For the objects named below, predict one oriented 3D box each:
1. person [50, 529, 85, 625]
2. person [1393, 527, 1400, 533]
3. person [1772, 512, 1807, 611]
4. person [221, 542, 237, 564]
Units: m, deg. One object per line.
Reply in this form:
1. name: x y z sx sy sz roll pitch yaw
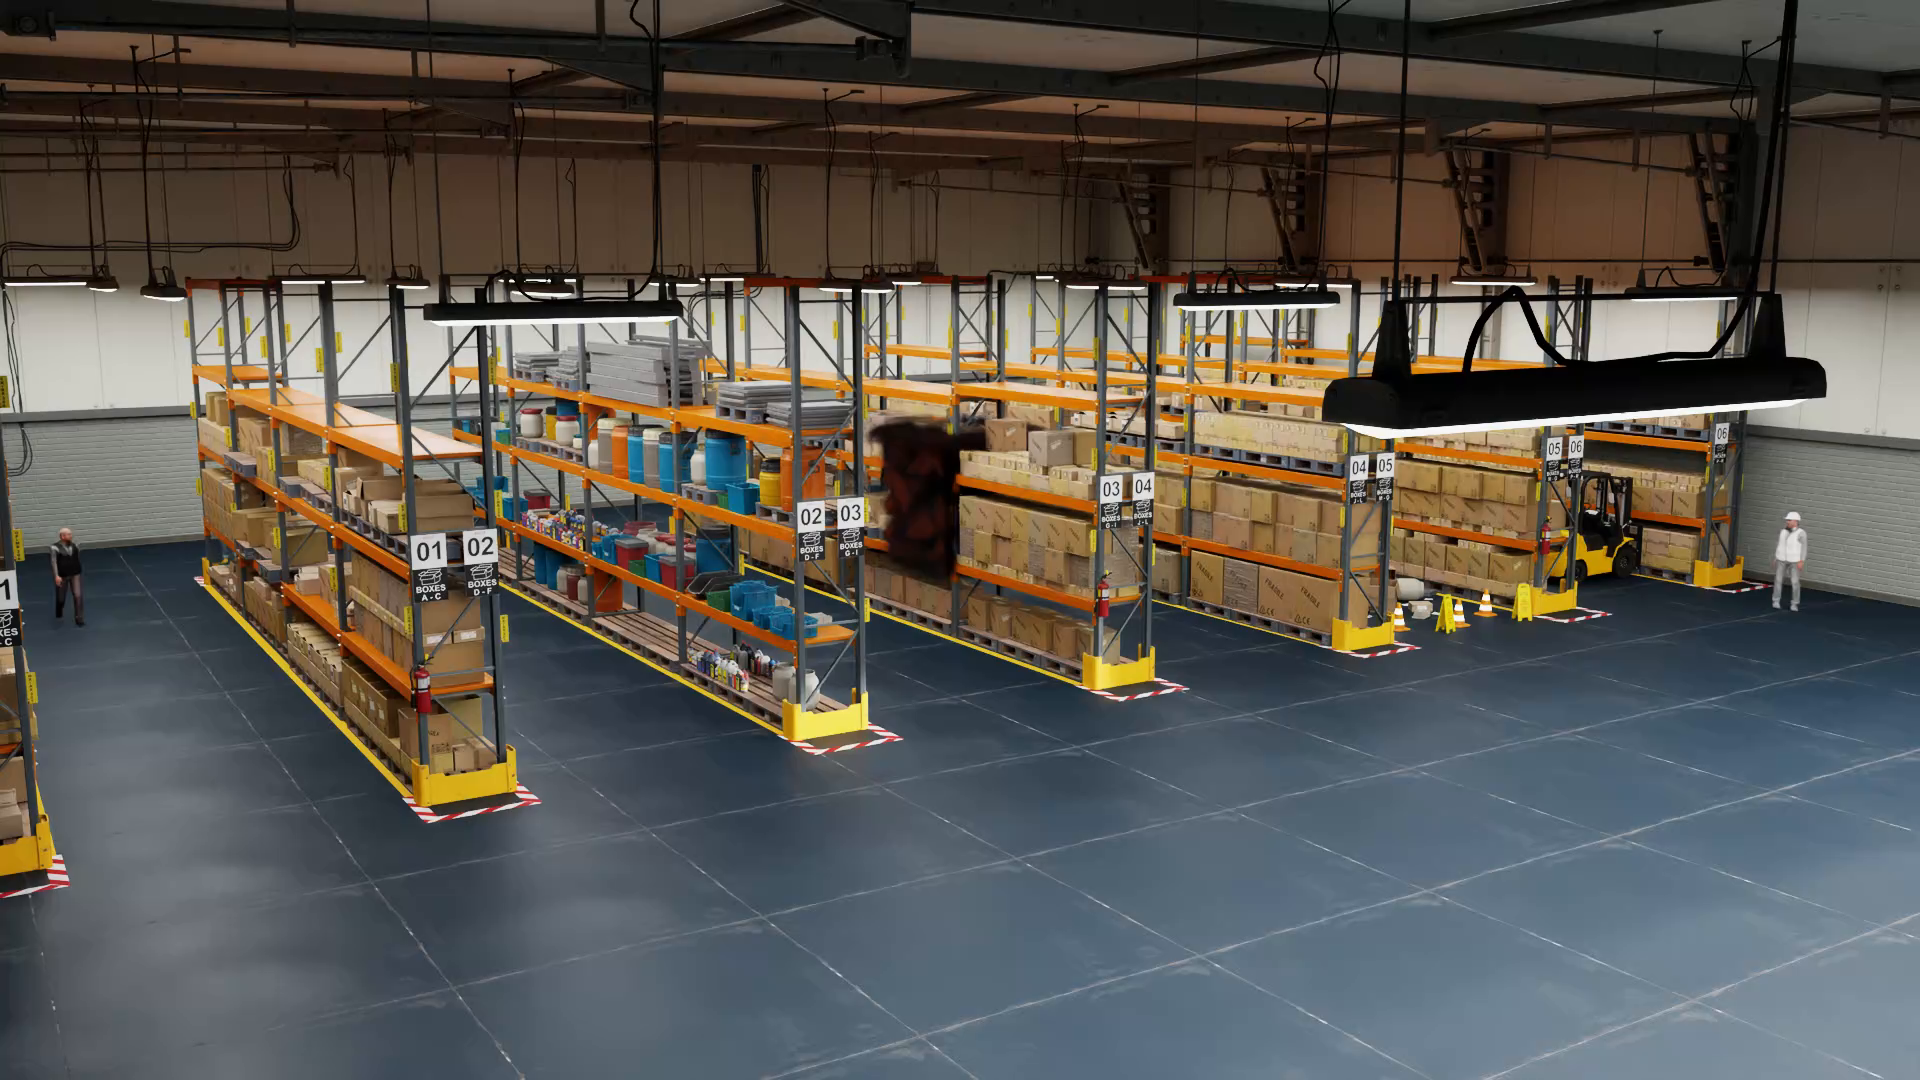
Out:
1. person: -15.681 0.624 29.187 0.495 1.679 0.841 -7 12 -35
2. person: 9.959 -0.739 37.606 0.505 1.700 0.494 1 10 6
3. person: 15.181 0.374 30.412 0.562 1.783 0.397 9 13 41
4. person: -15.384 -0.402 35.157 0.578 1.782 0.451 -5 11 -27
